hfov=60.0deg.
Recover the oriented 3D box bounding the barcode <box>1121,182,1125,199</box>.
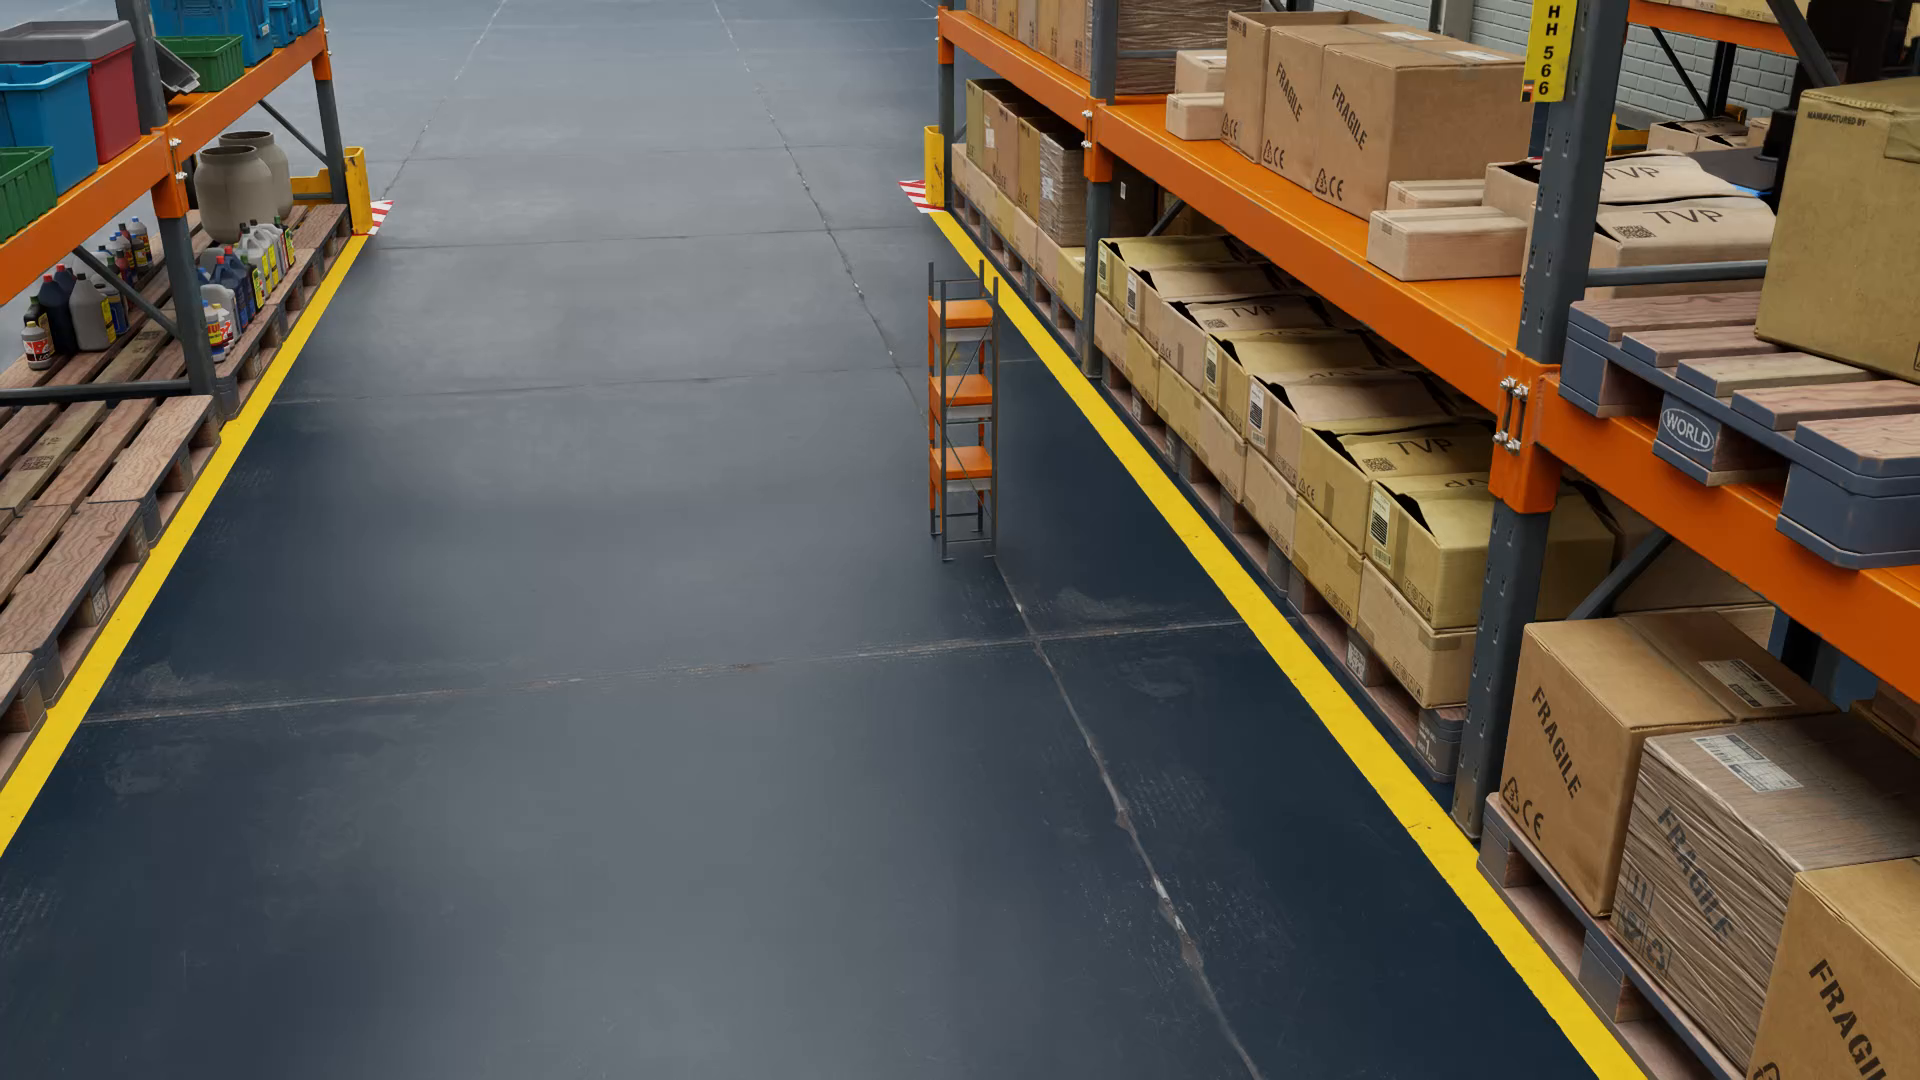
[{"bbox_3d":[0.733,-1.570,7.472,0.001,0.075,0.075,-4,24,-10],"label":"barcode"}]

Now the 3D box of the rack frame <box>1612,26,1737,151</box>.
[{"bbox_3d":[5.222,-4.147,11.998,1.000,3.000,0.127,-4,24,-10],"label":"rack frame"}]

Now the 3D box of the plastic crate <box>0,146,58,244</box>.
[{"bbox_3d":[-3.175,-1.079,5.238,0.450,0.188,0.662,-4,24,-10],"label":"plastic crate"}]

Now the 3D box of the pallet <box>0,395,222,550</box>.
[{"bbox_3d":[-3.591,-0.257,6.574,1.003,0.211,1.213,-4,24,-10],"label":"pallet"}]

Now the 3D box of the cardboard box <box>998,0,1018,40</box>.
[{"bbox_3d":[0.617,-3.238,9.792,0.700,0.500,0.500,-4,24,-9],"label":"cardboard box"}]

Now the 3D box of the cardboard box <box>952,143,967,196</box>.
[{"bbox_3d":[0.235,-2.484,11.100,0.500,0.250,0.500,-4,24,-10],"label":"cardboard box"}]

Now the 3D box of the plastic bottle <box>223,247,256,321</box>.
[{"bbox_3d":[-3.550,-1.251,8.126,0.144,0.351,0.185,-5,24,-12],"label":"plastic bottle"}]

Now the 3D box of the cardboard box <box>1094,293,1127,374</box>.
[{"bbox_3d":[0.926,-0.961,7.613,0.500,0.250,0.500,-5,24,-11],"label":"cardboard box"}]

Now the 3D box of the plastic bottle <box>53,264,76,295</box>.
[{"bbox_3d":[-4.212,-1.136,7.862,0.144,0.351,0.185,-6,24,-12],"label":"plastic bottle"}]

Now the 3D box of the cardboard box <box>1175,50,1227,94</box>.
[{"bbox_3d":[1.228,-1.946,7.146,0.500,0.250,0.500,-3,24,-6],"label":"cardboard box"}]

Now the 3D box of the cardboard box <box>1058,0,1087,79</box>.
[{"bbox_3d":[0.902,-2.632,8.405,0.700,0.500,0.500,-5,24,-10],"label":"cardboard box"}]

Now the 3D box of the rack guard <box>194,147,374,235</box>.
[{"bbox_3d":[-4.453,-2.242,10.759,1.175,0.500,0.348,-4,24,-10],"label":"rack guard"}]

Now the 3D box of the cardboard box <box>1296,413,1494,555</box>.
[{"bbox_3d":[1.393,-0.213,5.201,0.500,0.311,0.500,-5,24,-11],"label":"cardboard box"}]

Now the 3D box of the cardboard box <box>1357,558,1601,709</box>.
[{"bbox_3d":[1.497,0.246,4.849,0.500,0.250,0.500,-4,24,-8],"label":"cardboard box"}]

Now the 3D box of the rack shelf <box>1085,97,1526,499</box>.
[{"bbox_3d":[1.464,-1.089,5.895,1.077,0.370,4.000,-4,24,-10],"label":"rack shelf"}]

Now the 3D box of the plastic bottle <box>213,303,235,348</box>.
[{"bbox_3d":[-3.440,-0.997,7.733,0.097,0.201,0.097,0,24,0],"label":"plastic bottle"}]

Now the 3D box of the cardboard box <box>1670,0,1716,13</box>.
[{"bbox_3d":[5.111,-3.669,11.065,0.500,0.250,0.500,-5,24,-11],"label":"cardboard box"}]

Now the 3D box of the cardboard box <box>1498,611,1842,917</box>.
[{"bbox_3d":[1.637,0.512,3.904,0.500,0.500,0.500,-3,24,-7],"label":"cardboard box"}]

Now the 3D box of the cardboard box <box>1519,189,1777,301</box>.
[{"bbox_3d":[1.810,-0.738,4.303,0.500,0.311,0.500,-3,24,-6],"label":"cardboard box"}]

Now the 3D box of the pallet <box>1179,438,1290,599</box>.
[{"bbox_3d":[1.498,-0.160,6.352,1.003,0.211,1.213,-4,24,-10],"label":"pallet"}]

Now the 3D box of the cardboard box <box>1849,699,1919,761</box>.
[{"bbox_3d":[2.238,0.662,3.560,0.500,0.500,0.500,-3,24,-8],"label":"cardboard box"}]

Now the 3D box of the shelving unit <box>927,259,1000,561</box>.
[{"bbox_3d":[0.010,-0.460,5.992,0.215,1.050,0.252,-4,24,-10],"label":"shelving unit"}]

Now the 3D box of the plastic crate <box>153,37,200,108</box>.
[{"bbox_3d":[-3.746,-2.027,7.222,0.767,0.338,0.504,-4,24,-10],"label":"plastic crate"}]

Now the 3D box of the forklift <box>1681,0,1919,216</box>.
[{"bbox_3d":[3.981,-1.593,6.235,1.130,2.935,3.031,-8,25,-19],"label":"forklift"}]

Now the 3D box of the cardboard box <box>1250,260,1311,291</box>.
[{"bbox_3d":[1.554,-1.053,7.123,0.500,0.311,0.500,-4,24,-8],"label":"cardboard box"}]

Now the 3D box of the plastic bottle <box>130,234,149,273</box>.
[{"bbox_3d":[-4.466,-1.556,9.012,0.097,0.201,0.097,0,24,0],"label":"plastic bottle"}]

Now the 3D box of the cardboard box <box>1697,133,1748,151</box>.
[{"bbox_3d":[5.367,-2.613,11.296,0.500,0.311,0.500,-2,24,-5],"label":"cardboard box"}]

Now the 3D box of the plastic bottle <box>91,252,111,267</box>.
[{"bbox_3d":[-4.298,-1.293,8.315,0.152,0.276,0.135,-4,24,-9],"label":"plastic bottle"}]

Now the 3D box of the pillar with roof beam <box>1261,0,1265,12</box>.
[{"bbox_3d":[-0.248,-11.086,20.391,9.100,9.000,0.400,-4,24,-10],"label":"pillar with roof beam"}]

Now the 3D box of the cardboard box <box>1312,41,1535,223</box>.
[{"bbox_3d":[1.508,-1.337,5.438,0.500,0.500,0.500,-6,24,-13],"label":"cardboard box"}]

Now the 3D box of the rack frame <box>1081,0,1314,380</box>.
[{"bbox_3d":[1.094,-2.206,7.552,1.000,3.000,0.127,-4,24,-10],"label":"rack frame"}]

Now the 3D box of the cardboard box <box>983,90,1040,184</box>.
[{"bbox_3d":[0.435,-2.435,10.052,0.500,0.500,0.500,-4,24,-10],"label":"cardboard box"}]

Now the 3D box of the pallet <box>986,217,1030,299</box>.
[{"bbox_3d":[0.760,-1.725,9.935,1.003,0.211,1.213,-4,24,-10],"label":"pallet"}]

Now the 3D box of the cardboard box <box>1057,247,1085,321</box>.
[{"bbox_3d":[0.794,-1.304,8.399,0.500,0.250,0.500,-4,24,-10],"label":"cardboard box"}]

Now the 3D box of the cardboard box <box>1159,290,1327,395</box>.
[{"bbox_3d":[1.110,-0.813,6.574,0.500,0.311,0.500,-5,24,-11],"label":"cardboard box"}]

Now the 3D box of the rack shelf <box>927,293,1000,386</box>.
[{"bbox_3d":[0.010,-0.710,5.882,0.215,0.259,0.240,-4,24,-10],"label":"rack shelf"}]

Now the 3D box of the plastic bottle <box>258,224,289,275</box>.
[{"bbox_3d":[-3.724,-1.576,8.964,0.152,0.276,0.135,-4,24,-9],"label":"plastic bottle"}]

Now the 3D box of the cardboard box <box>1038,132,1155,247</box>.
[{"bbox_3d":[0.713,-1.845,8.701,0.500,0.500,0.500,-4,24,-10],"label":"cardboard box"}]

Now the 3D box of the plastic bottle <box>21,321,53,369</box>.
[{"bbox_3d":[-4.147,-0.879,7.462,0.097,0.201,0.097,0,24,0],"label":"plastic bottle"}]

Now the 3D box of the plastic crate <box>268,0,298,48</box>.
[{"bbox_3d":[-4.013,-2.915,9.363,0.499,0.251,0.408,-4,24,-10],"label":"plastic crate"}]

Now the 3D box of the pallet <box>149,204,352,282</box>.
[{"bbox_3d":[-4.309,-1.790,10.084,1.003,0.211,1.213,-4,24,-10],"label":"pallet"}]

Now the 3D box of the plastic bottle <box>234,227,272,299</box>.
[{"bbox_3d":[-3.629,-1.418,8.509,0.144,0.351,0.185,-4,24,-10],"label":"plastic bottle"}]

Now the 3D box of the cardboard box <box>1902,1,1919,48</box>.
[{"bbox_3d":[5.493,-2.875,9.246,0.500,0.250,0.500,-4,24,-10],"label":"cardboard box"}]

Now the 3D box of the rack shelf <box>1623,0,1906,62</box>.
[{"bbox_3d":[5.592,-3.031,10.340,1.077,0.370,4.000,-4,24,-10],"label":"rack shelf"}]

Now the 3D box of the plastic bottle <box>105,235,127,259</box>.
[{"bbox_3d":[-4.403,-1.455,8.692,0.097,0.271,0.097,0,24,0],"label":"plastic bottle"}]

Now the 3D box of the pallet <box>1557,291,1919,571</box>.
[{"bbox_3d":[2.028,-0.283,3.390,1.213,0.211,1.003,-4,24,-10],"label":"pallet"}]

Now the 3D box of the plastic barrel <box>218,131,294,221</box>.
[{"bbox_3d":[-4.317,-2.213,10.153,0.421,0.512,0.421,0,24,0],"label":"plastic barrel"}]

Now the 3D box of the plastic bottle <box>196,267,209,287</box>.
[{"bbox_3d":[-3.657,-1.166,7.931,0.144,0.351,0.185,-4,24,-10],"label":"plastic bottle"}]

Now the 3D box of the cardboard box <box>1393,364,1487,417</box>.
[{"bbox_3d":[1.828,-0.456,5.757,0.500,0.311,0.500,-5,24,-11],"label":"cardboard box"}]

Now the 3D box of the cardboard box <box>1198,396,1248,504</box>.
[{"bbox_3d":[1.210,-0.356,6.228,0.500,0.250,0.500,-4,24,-9],"label":"cardboard box"}]

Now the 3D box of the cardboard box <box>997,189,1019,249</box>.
[{"bbox_3d":[0.511,-1.894,9.749,0.500,0.250,0.500,-4,24,-10],"label":"cardboard box"}]

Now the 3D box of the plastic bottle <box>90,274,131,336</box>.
[{"bbox_3d":[-4.071,-1.122,7.925,0.152,0.276,0.135,-4,24,-10],"label":"plastic bottle"}]
